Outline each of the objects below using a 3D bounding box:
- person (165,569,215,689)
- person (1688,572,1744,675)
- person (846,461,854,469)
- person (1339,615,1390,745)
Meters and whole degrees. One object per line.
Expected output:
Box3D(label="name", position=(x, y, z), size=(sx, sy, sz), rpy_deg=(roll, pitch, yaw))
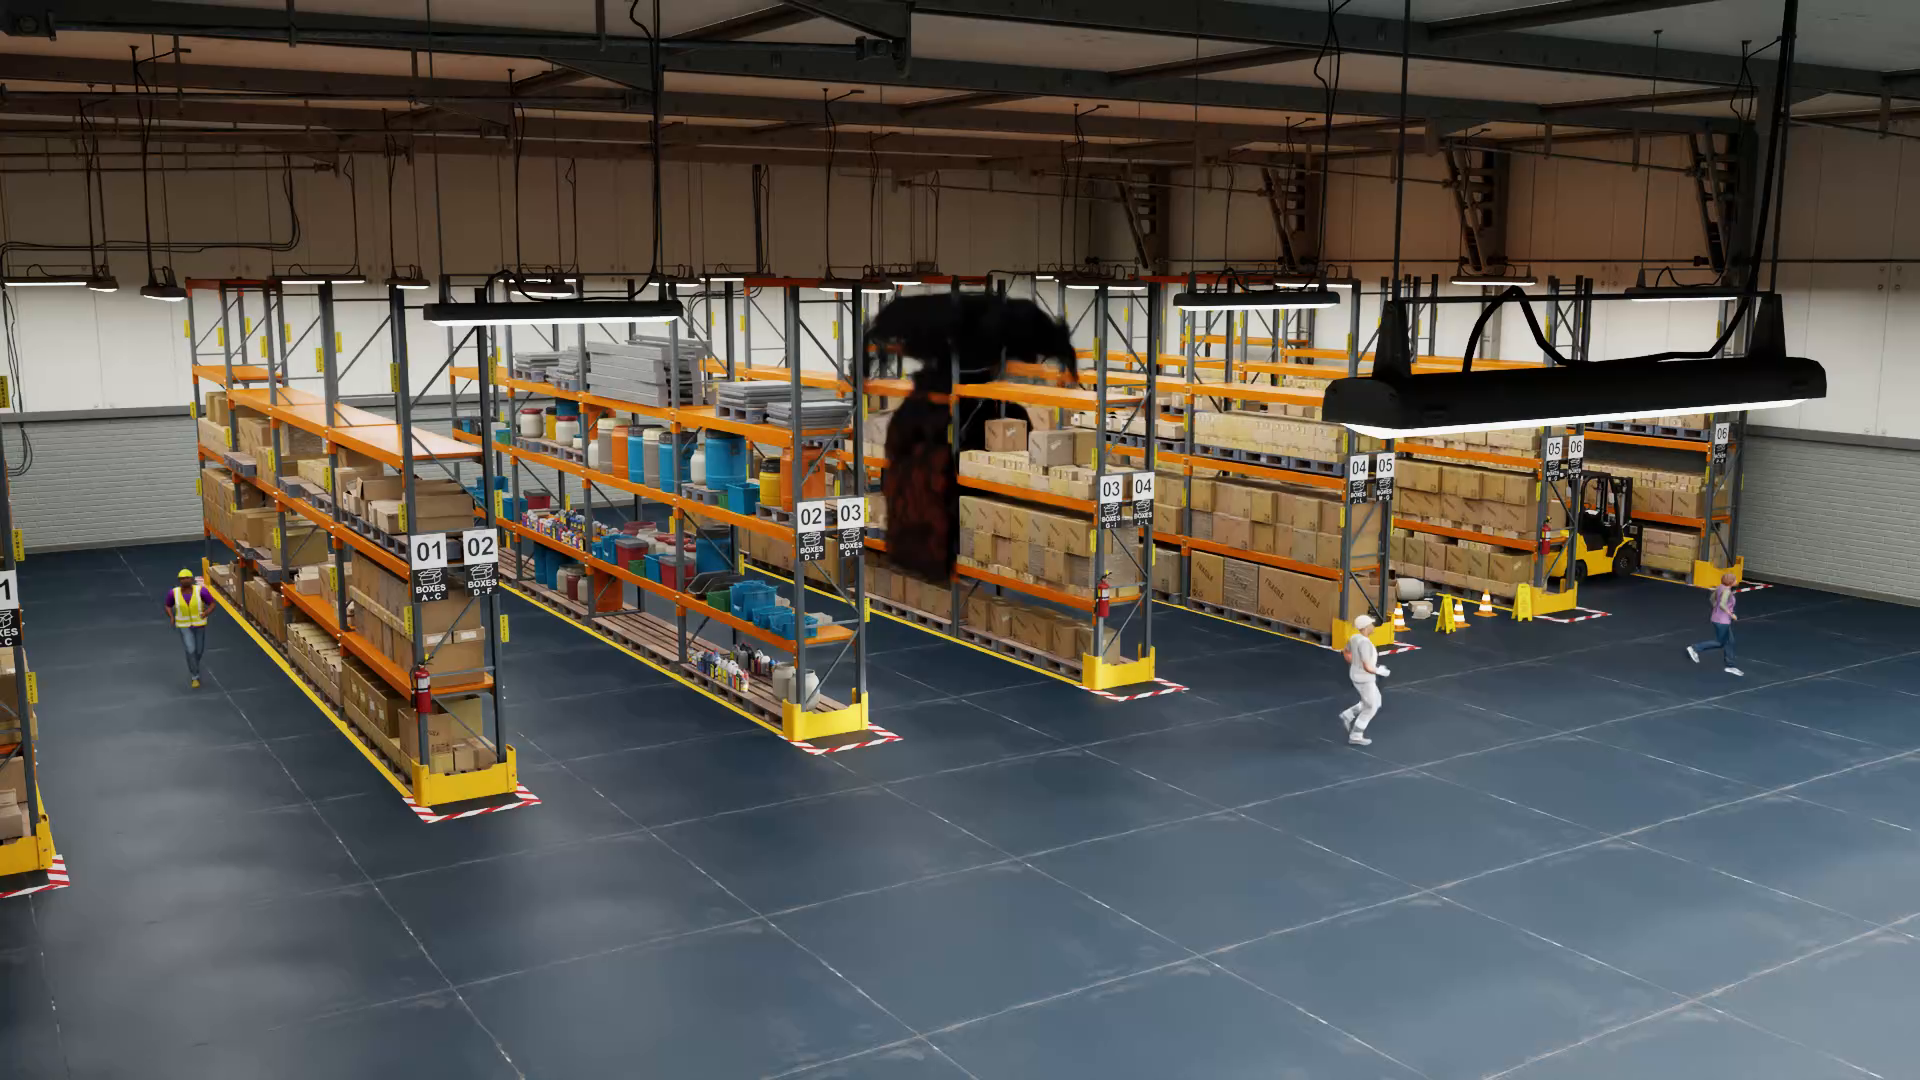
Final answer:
Box3D(label="person", position=(-11.564, 1.301, 25.037), size=(0.689, 1.767, 0.852), rpy_deg=(-5, 11, -28))
Box3D(label="person", position=(11.739, 1.290, 25.748), size=(0.818, 1.564, 0.566), rpy_deg=(3, 10, 17))
Box3D(label="person", position=(-2.620, -1.002, 38.698), size=(0.697, 1.804, 0.890), rpy_deg=(-5, 11, -29))
Box3D(label="person", position=(5.324, 1.837, 21.872), size=(0.592, 1.742, 0.655), rpy_deg=(0, 10, -1))
